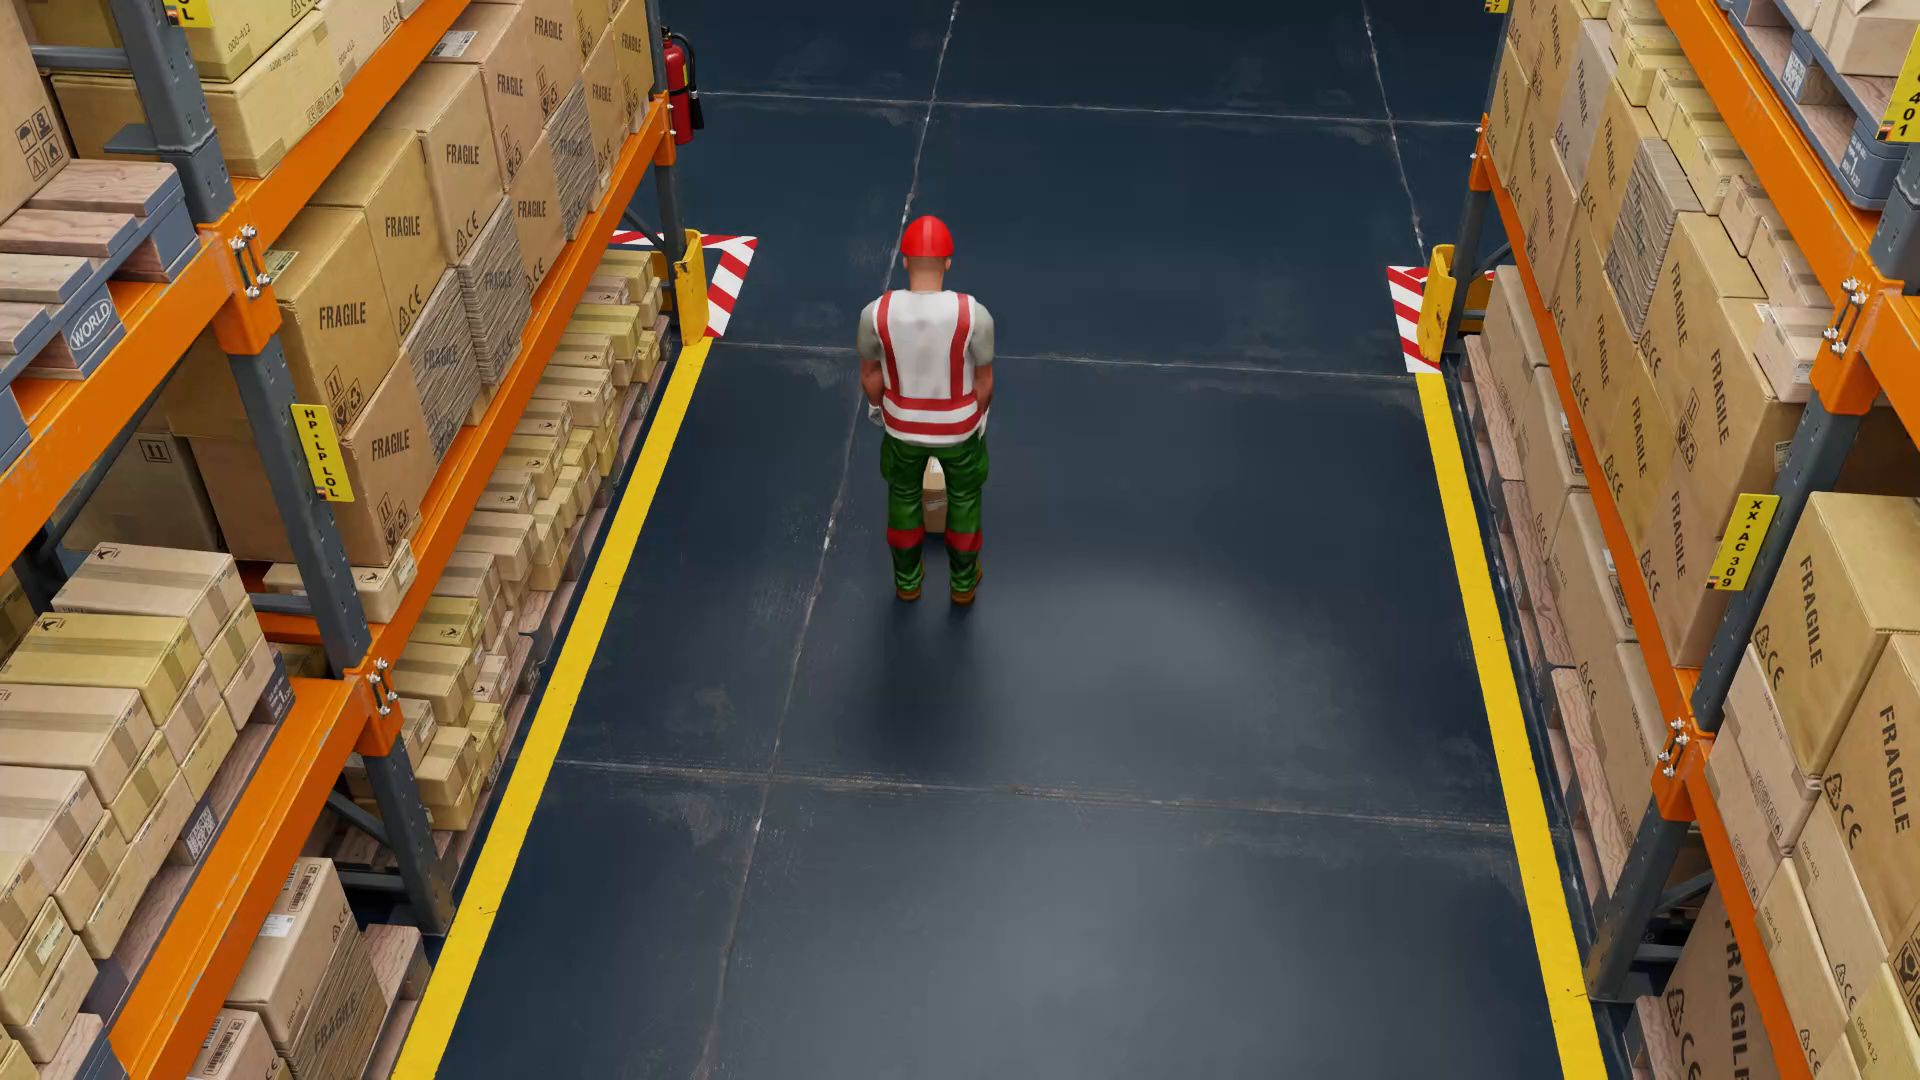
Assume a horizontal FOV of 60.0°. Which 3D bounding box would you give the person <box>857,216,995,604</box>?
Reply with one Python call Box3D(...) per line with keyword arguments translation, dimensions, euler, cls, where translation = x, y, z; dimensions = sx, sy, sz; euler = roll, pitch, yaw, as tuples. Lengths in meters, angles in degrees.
Box3D(translation=(-0.128, -0.493, 6.751), dimensions=(0.534, 1.762, 0.400), euler=(4, 40, 5), cls="person")
